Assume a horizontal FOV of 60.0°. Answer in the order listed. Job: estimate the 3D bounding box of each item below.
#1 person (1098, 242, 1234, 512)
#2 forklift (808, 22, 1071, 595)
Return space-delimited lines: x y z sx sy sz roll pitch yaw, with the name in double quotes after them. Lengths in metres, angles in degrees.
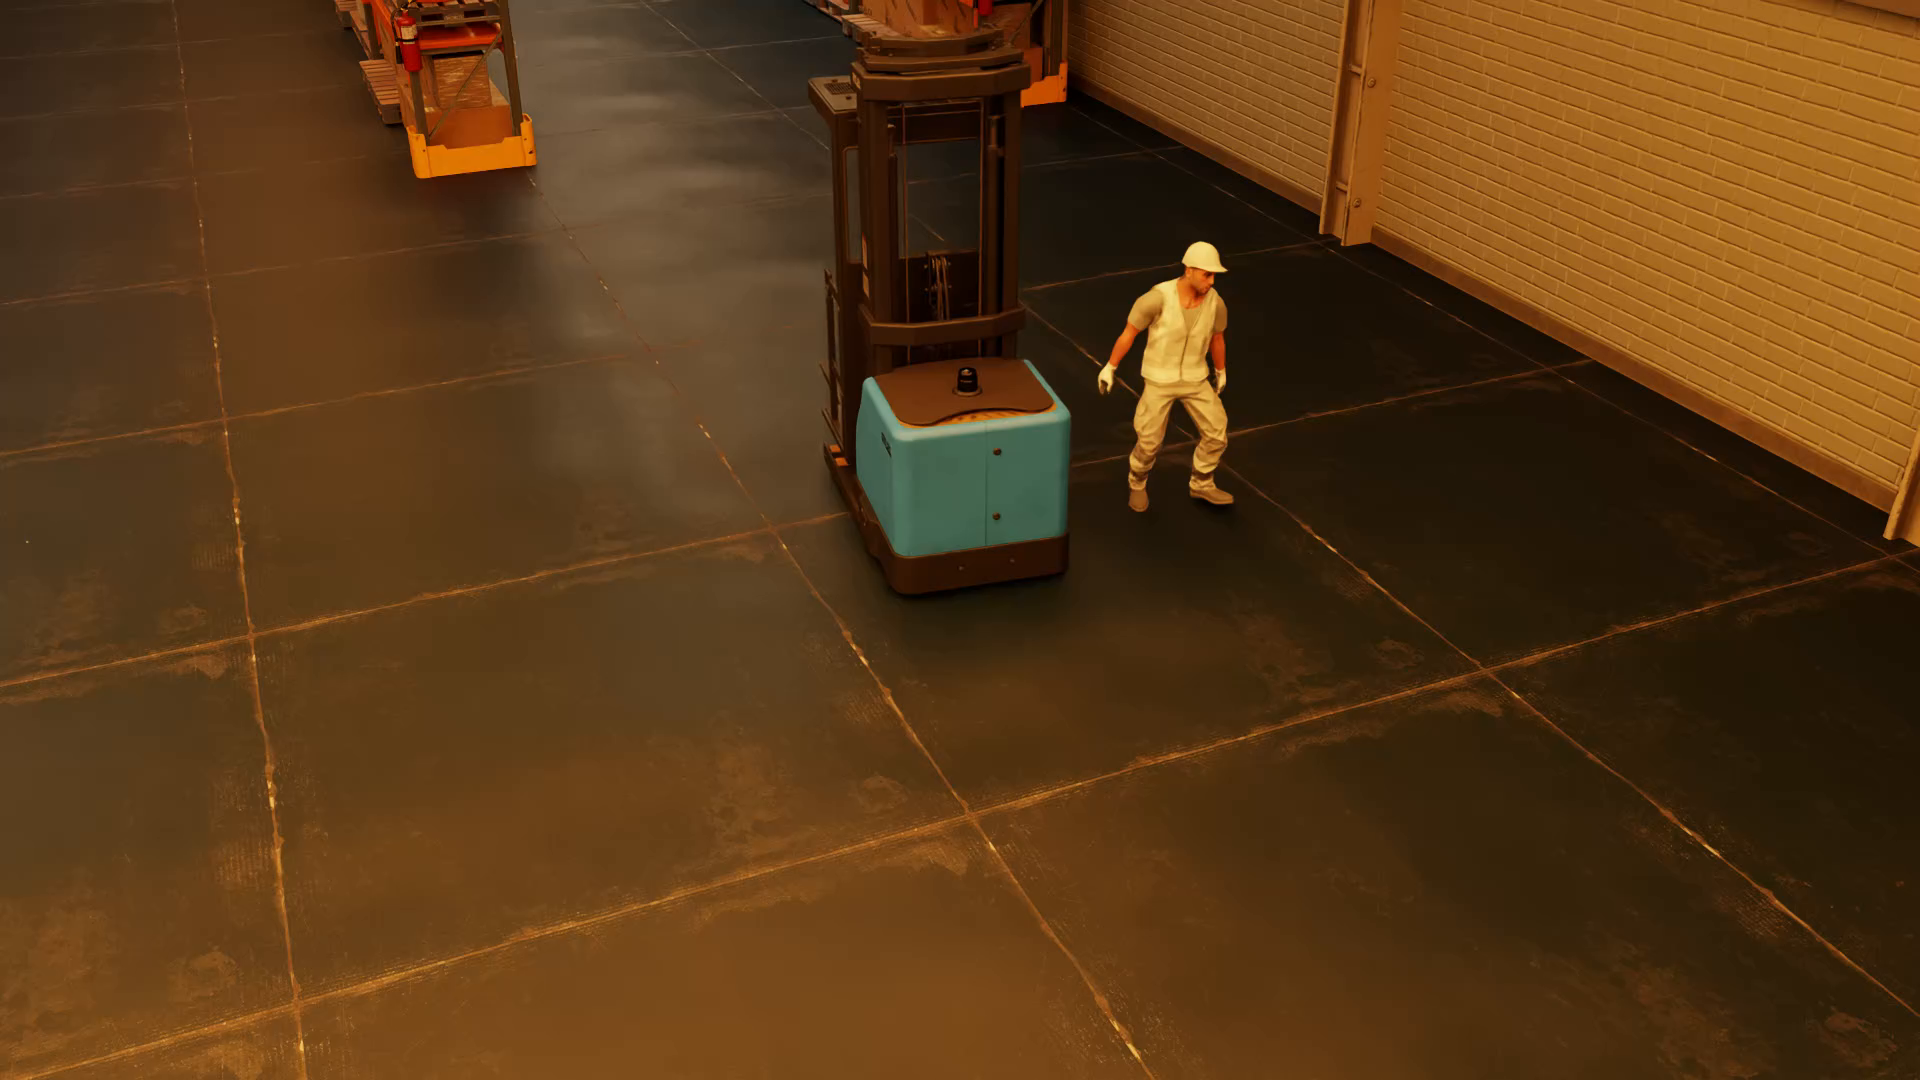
1.265 -0.970 9.991 0.866 1.745 0.469 -4 30 -8 "person"
-0.260 -1.683 10.062 1.130 2.935 3.031 -8 31 -14 "forklift"
